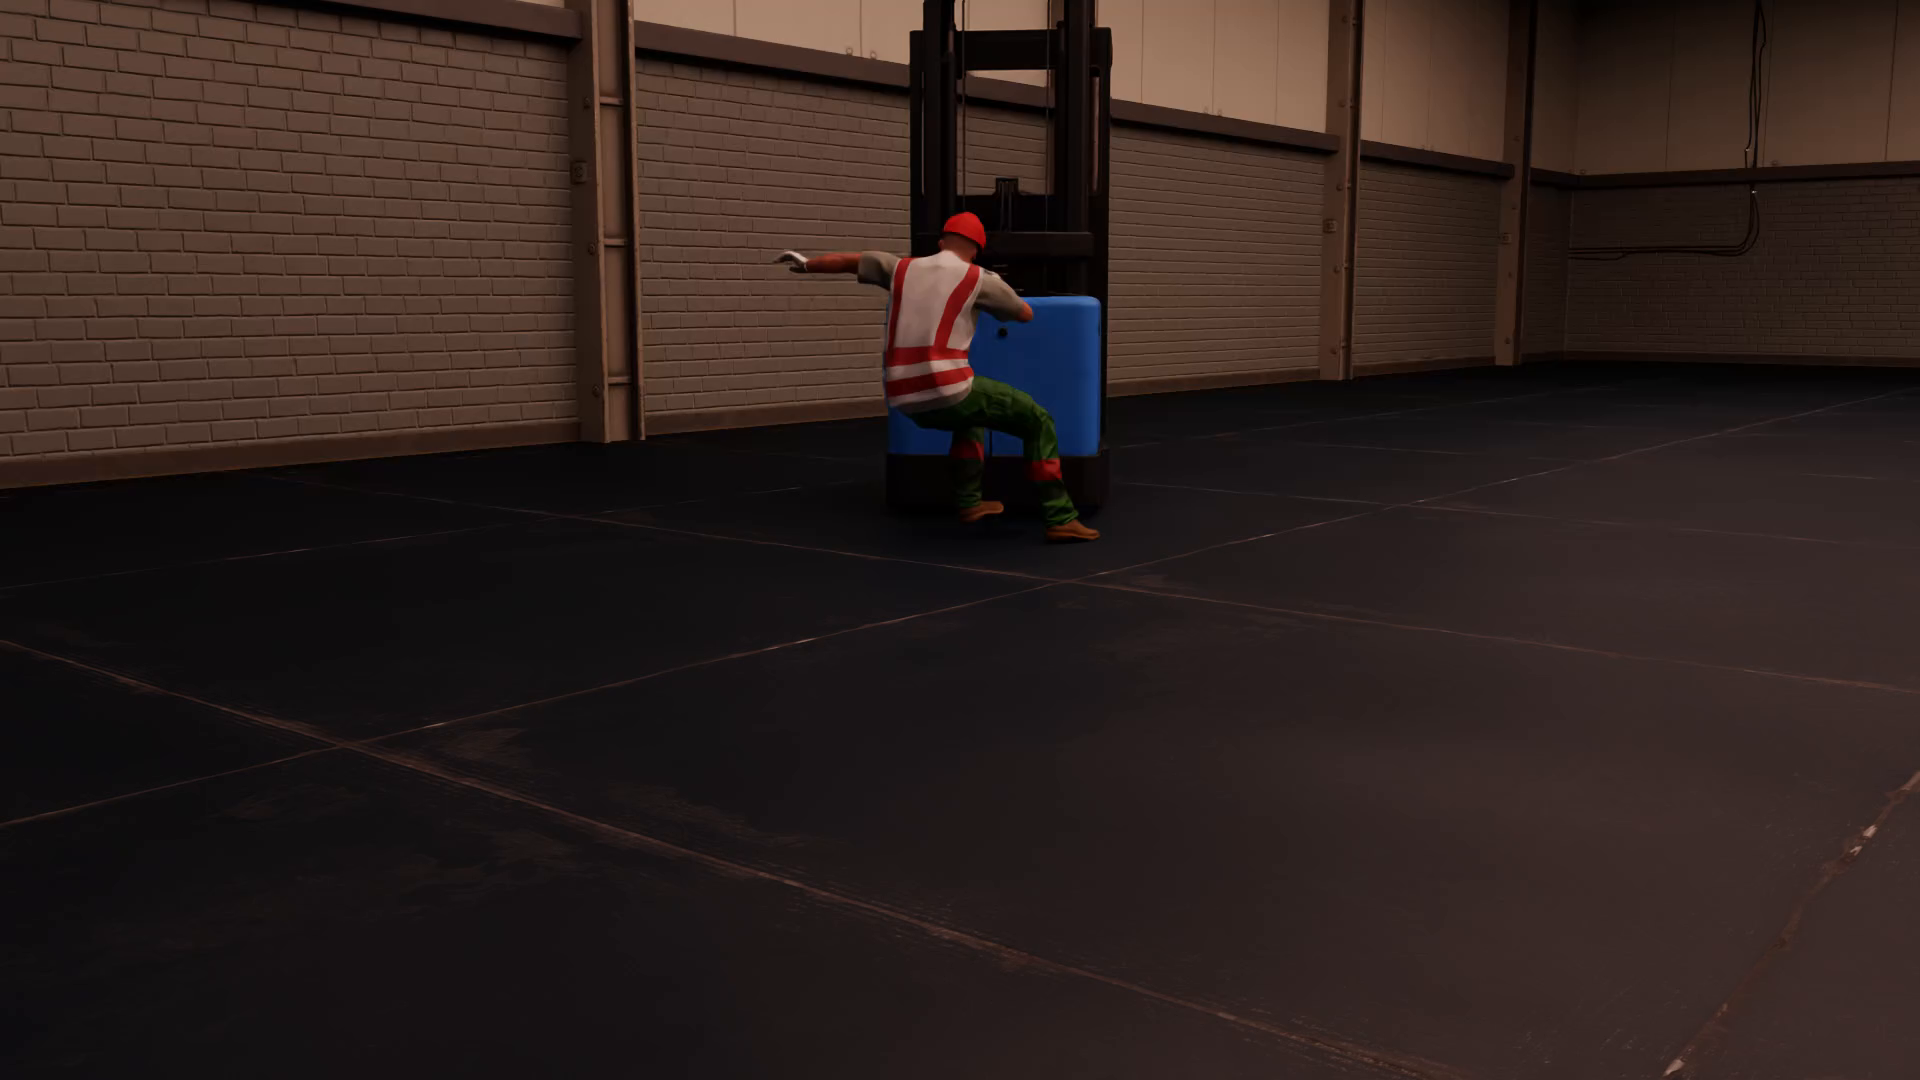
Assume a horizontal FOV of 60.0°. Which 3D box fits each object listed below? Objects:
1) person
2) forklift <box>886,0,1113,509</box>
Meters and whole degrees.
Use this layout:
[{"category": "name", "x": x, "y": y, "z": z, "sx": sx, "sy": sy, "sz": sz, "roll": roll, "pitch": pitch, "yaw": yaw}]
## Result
[{"category": "person", "x": -0.137, "y": -0.735, "z": 7.471, "sx": 1.489, "sy": 1.455, "sz": 0.756, "roll": 4, "pitch": 9, "yaw": 28}, {"category": "forklift", "x": 0.297, "y": -1.768, "z": 9.366, "sx": 1.130, "sy": 2.935, "sz": 3.031, "roll": 1, "pitch": 8, "yaw": 6}]
